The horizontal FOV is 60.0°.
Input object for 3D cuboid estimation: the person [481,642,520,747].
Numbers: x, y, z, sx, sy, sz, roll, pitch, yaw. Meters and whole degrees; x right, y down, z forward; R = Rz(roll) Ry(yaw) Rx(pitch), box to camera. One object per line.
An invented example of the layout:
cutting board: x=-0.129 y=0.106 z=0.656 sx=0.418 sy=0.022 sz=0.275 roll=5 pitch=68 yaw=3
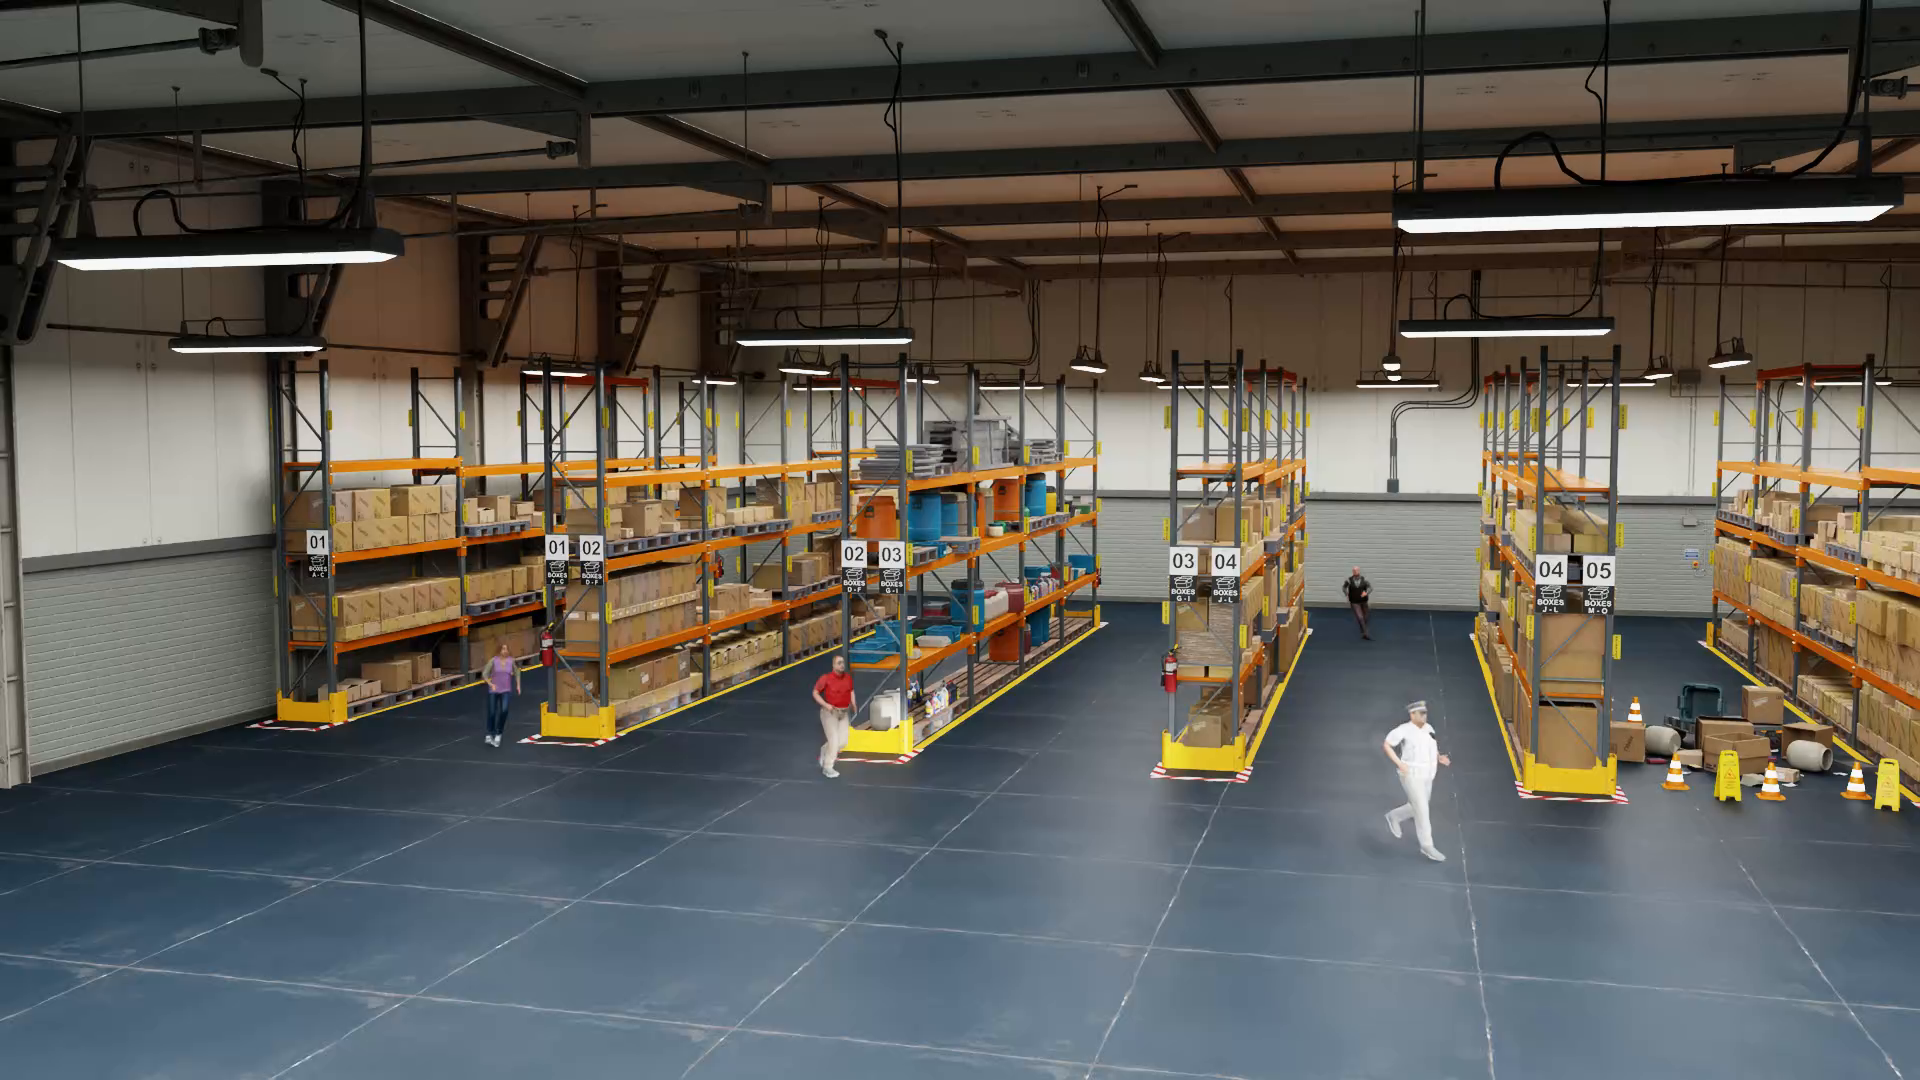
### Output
person: x=-7.080 y=2.413 z=25.676 sx=0.597 sy=1.486 sz=0.570 roll=-2 pitch=4 yaw=-20

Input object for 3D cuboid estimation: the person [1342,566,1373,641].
person: x=9.104 y=1.435 z=38.055 sx=0.666 sy=1.678 sz=0.911 roll=0 pitch=4 yaw=3

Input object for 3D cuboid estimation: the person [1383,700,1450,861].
person: x=5.276 y=2.737 z=19.289 sx=0.664 sy=1.791 sz=0.951 roll=-3 pitch=5 yaw=-34

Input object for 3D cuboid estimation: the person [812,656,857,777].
person: x=-1.769 y=2.474 z=23.611 sx=0.713 sy=1.673 sz=0.617 roll=-3 pitch=5 yaw=-40
